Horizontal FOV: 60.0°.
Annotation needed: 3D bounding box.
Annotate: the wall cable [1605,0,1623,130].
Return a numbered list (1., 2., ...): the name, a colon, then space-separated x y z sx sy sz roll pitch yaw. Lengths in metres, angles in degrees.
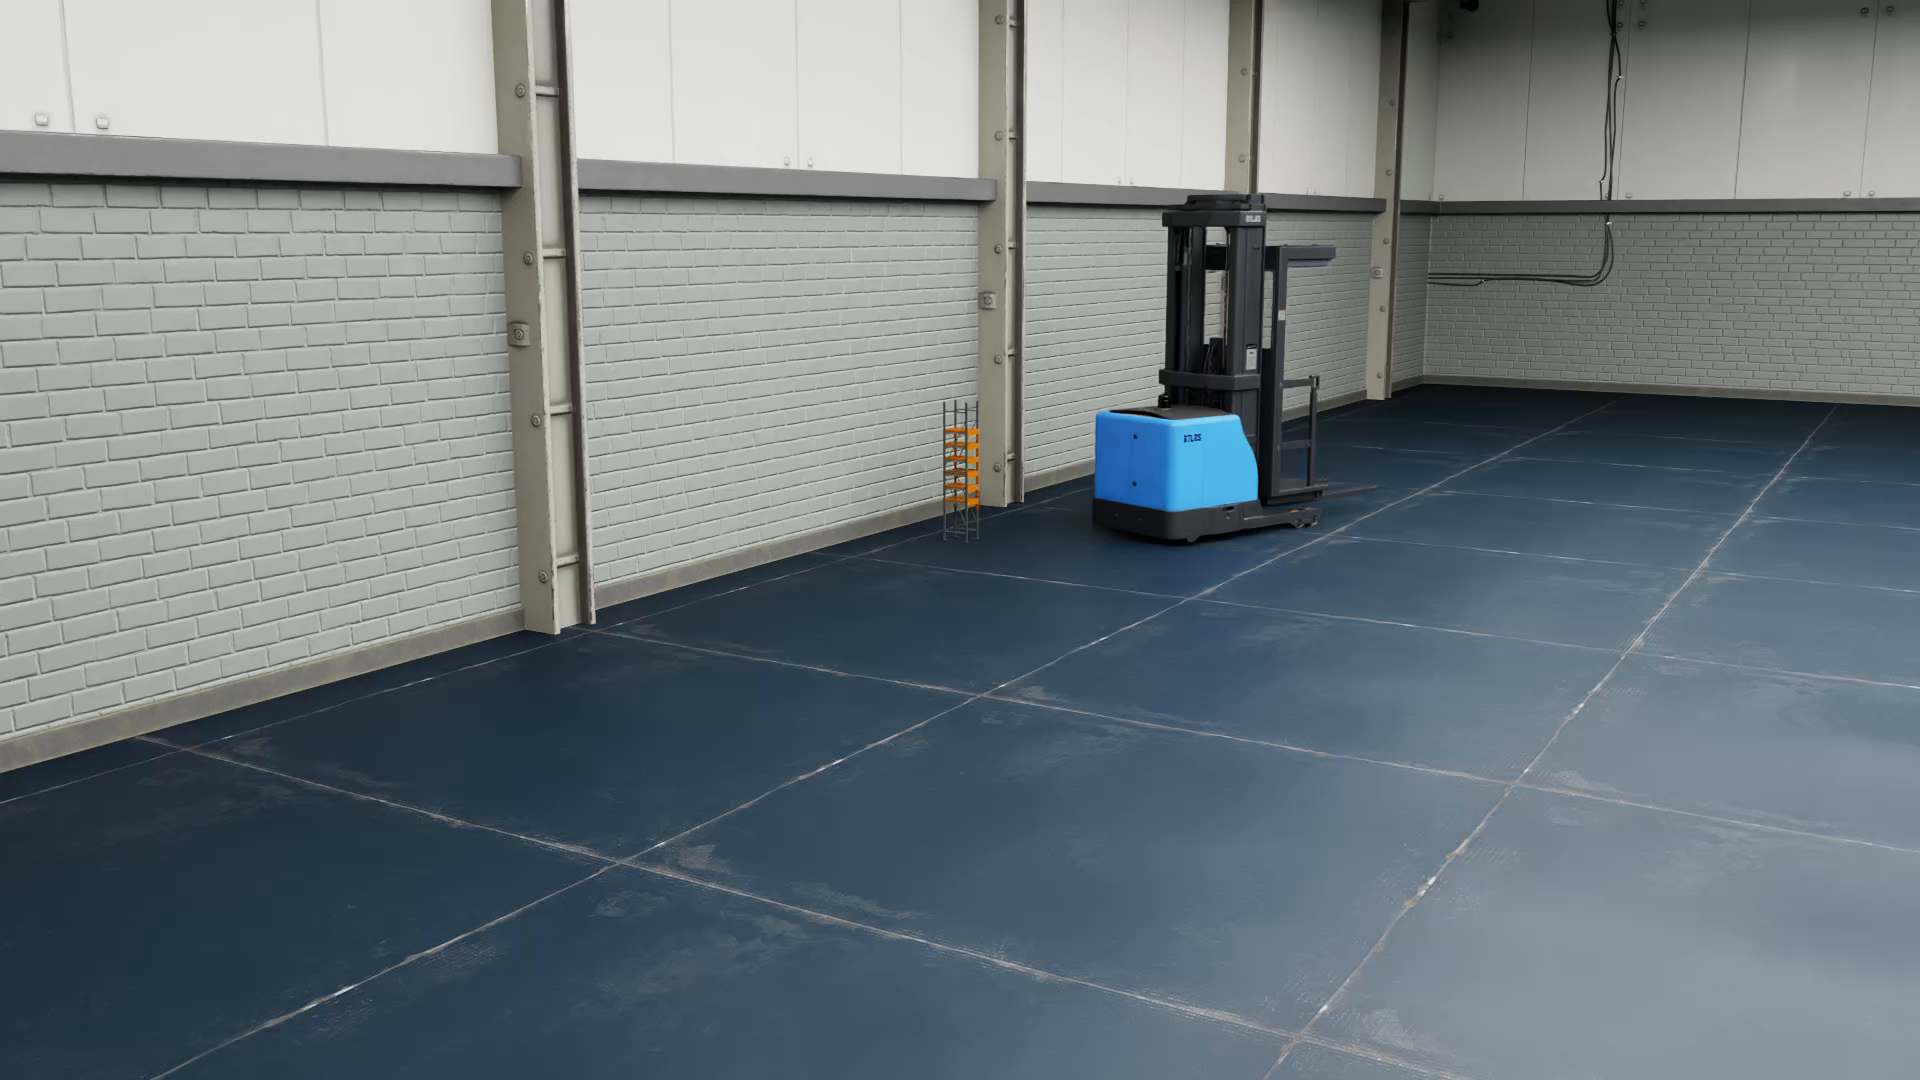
1. wall cable: 11.602 -7.708 25.800 3.097 2.526 0.112 6 12 31

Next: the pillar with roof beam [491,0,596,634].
1. pillar with roof beam: 0.964 -3.431 8.241 9.100 9.000 0.400 6 12 31

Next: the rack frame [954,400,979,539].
1. rack frame: 0.055 -0.606 14.347 0.240 1.200 0.006 6 12 31

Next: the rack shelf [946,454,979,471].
1. rack shelf: 0.008 -0.666 14.257 0.258 0.103 0.180 6 12 31

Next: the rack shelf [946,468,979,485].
1. rack shelf: 0.008 -0.548 14.279 0.258 0.103 0.180 6 12 31

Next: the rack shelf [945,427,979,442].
1. rack shelf: 0.008 -0.902 14.212 0.258 0.103 0.180 6 12 31

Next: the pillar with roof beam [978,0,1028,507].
1. pillar with roof beam: 4.079 -4.375 13.282 9.100 9.000 0.400 6 12 31

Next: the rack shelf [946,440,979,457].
1. rack shelf: 0.008 -0.784 14.234 0.258 0.103 0.180 6 12 31

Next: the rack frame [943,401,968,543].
1. rack frame: -0.040 -0.578 14.194 0.240 1.200 0.006 6 12 31

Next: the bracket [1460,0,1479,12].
1. bracket: 8.379 -8.847 27.387 0.235 0.232 0.430 6 12 31

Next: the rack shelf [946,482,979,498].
1. rack shelf: 0.008 -0.430 14.301 0.258 0.103 0.180 6 12 31

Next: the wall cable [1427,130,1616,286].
1. wall cable: 9.290 -5.484 27.645 3.097 2.526 0.112 6 12 31

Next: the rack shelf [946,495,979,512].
1. rack shelf: 0.008 -0.312 14.323 0.258 0.103 0.180 6 12 31

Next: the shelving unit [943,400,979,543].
1. shelving unit: 0.008 -0.592 14.270 0.258 1.200 0.189 6 12 31

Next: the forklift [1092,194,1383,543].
1. forklift: 2.647 -1.613 15.021 3.031 2.935 1.130 -8 13 -37

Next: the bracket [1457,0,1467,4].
1. bracket: 8.073 -8.754 26.891 0.076 0.066 3.189 6 12 31

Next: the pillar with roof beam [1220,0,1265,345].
1. pillar with roof beam: 7.194 -5.318 18.322 9.100 9.000 0.400 6 12 31

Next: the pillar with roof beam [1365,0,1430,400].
1. pillar with roof beam: 10.309 -6.262 23.363 9.100 9.000 0.548 6 12 31
